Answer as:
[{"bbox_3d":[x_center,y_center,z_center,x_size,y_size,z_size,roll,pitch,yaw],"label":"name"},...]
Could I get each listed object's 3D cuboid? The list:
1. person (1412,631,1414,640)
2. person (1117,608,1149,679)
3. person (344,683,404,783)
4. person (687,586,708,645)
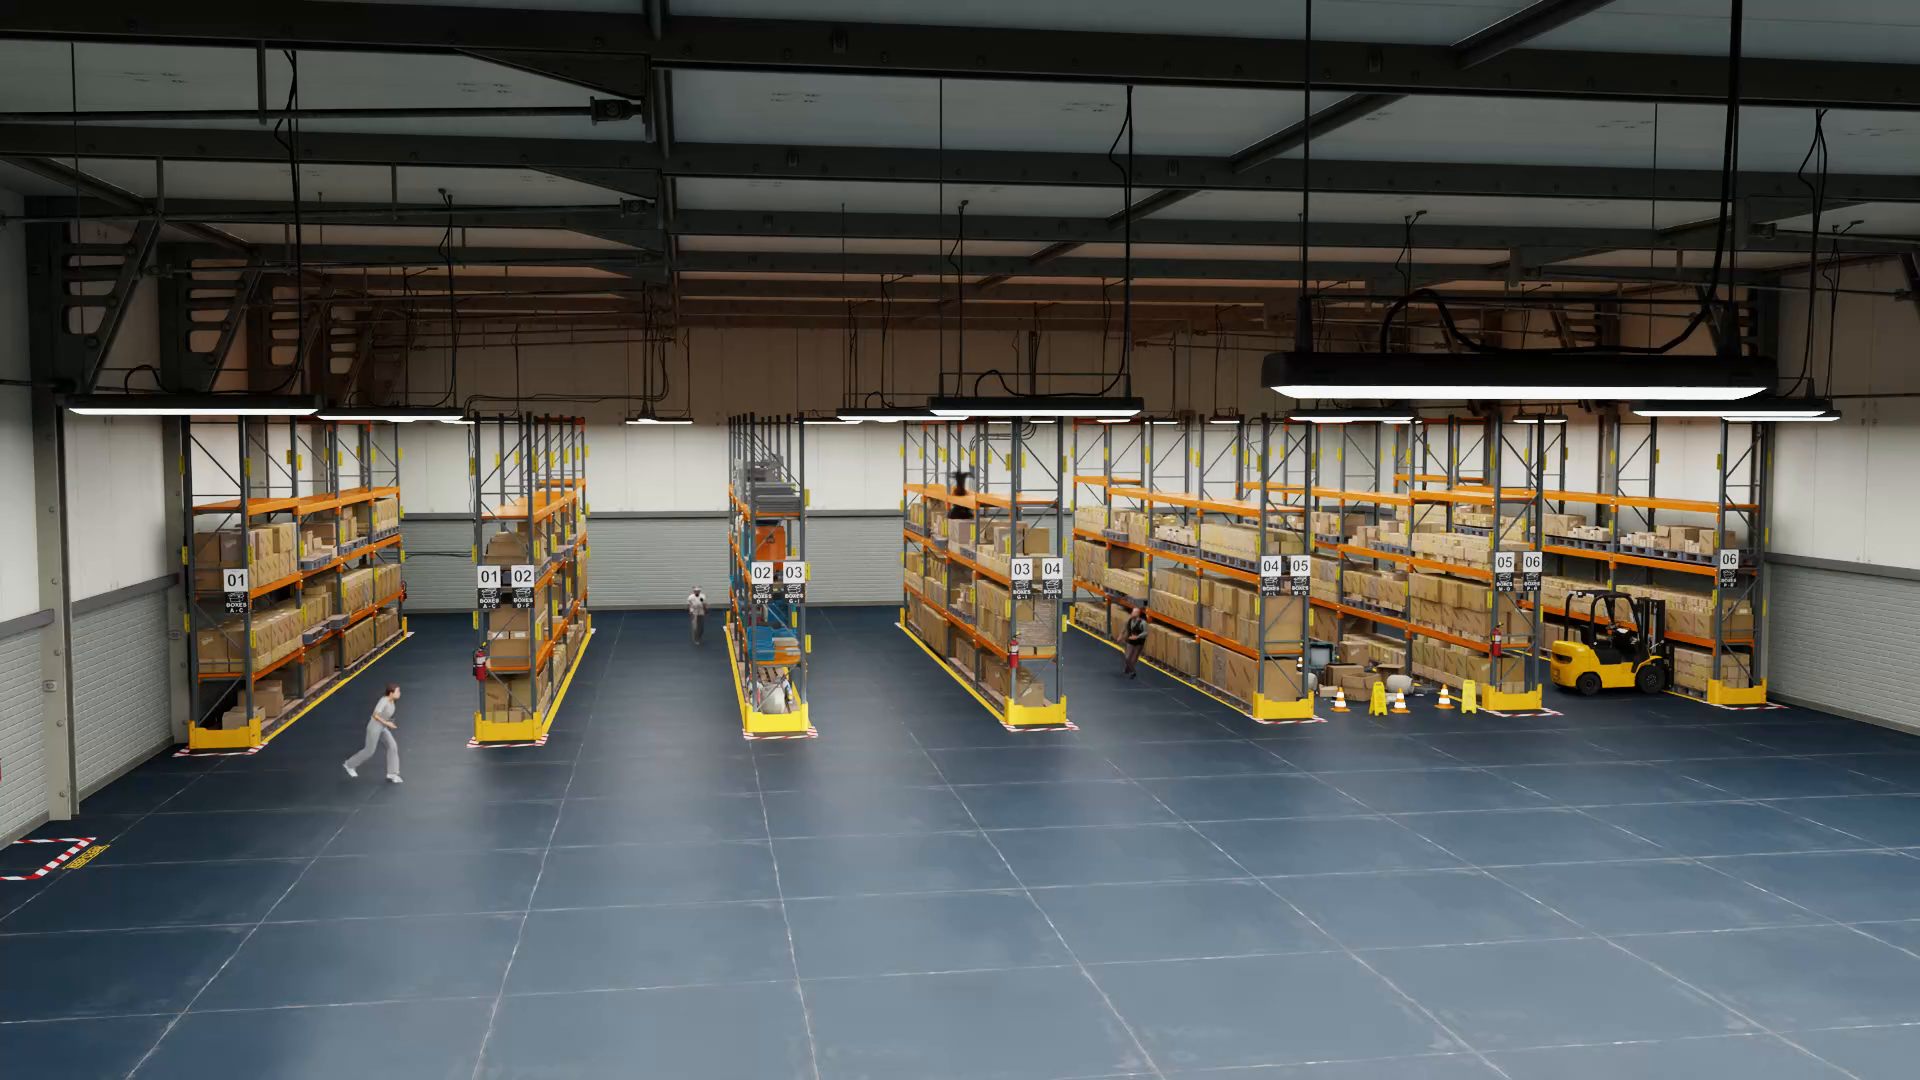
[{"bbox_3d":[12.240,1.861,44.376,0.607,1.665,0.870,-2,4,-24],"label":"person"},{"bbox_3d":[3.961,2.353,37.894,0.756,1.651,0.610,1,4,20],"label":"person"},{"bbox_3d":[-9.464,3.118,26.831,1.004,1.627,0.596,0,4,2],"label":"person"},{"bbox_3d":[-6.913,1.958,43.813,0.606,1.586,0.812,-2,4,-24],"label":"person"}]
